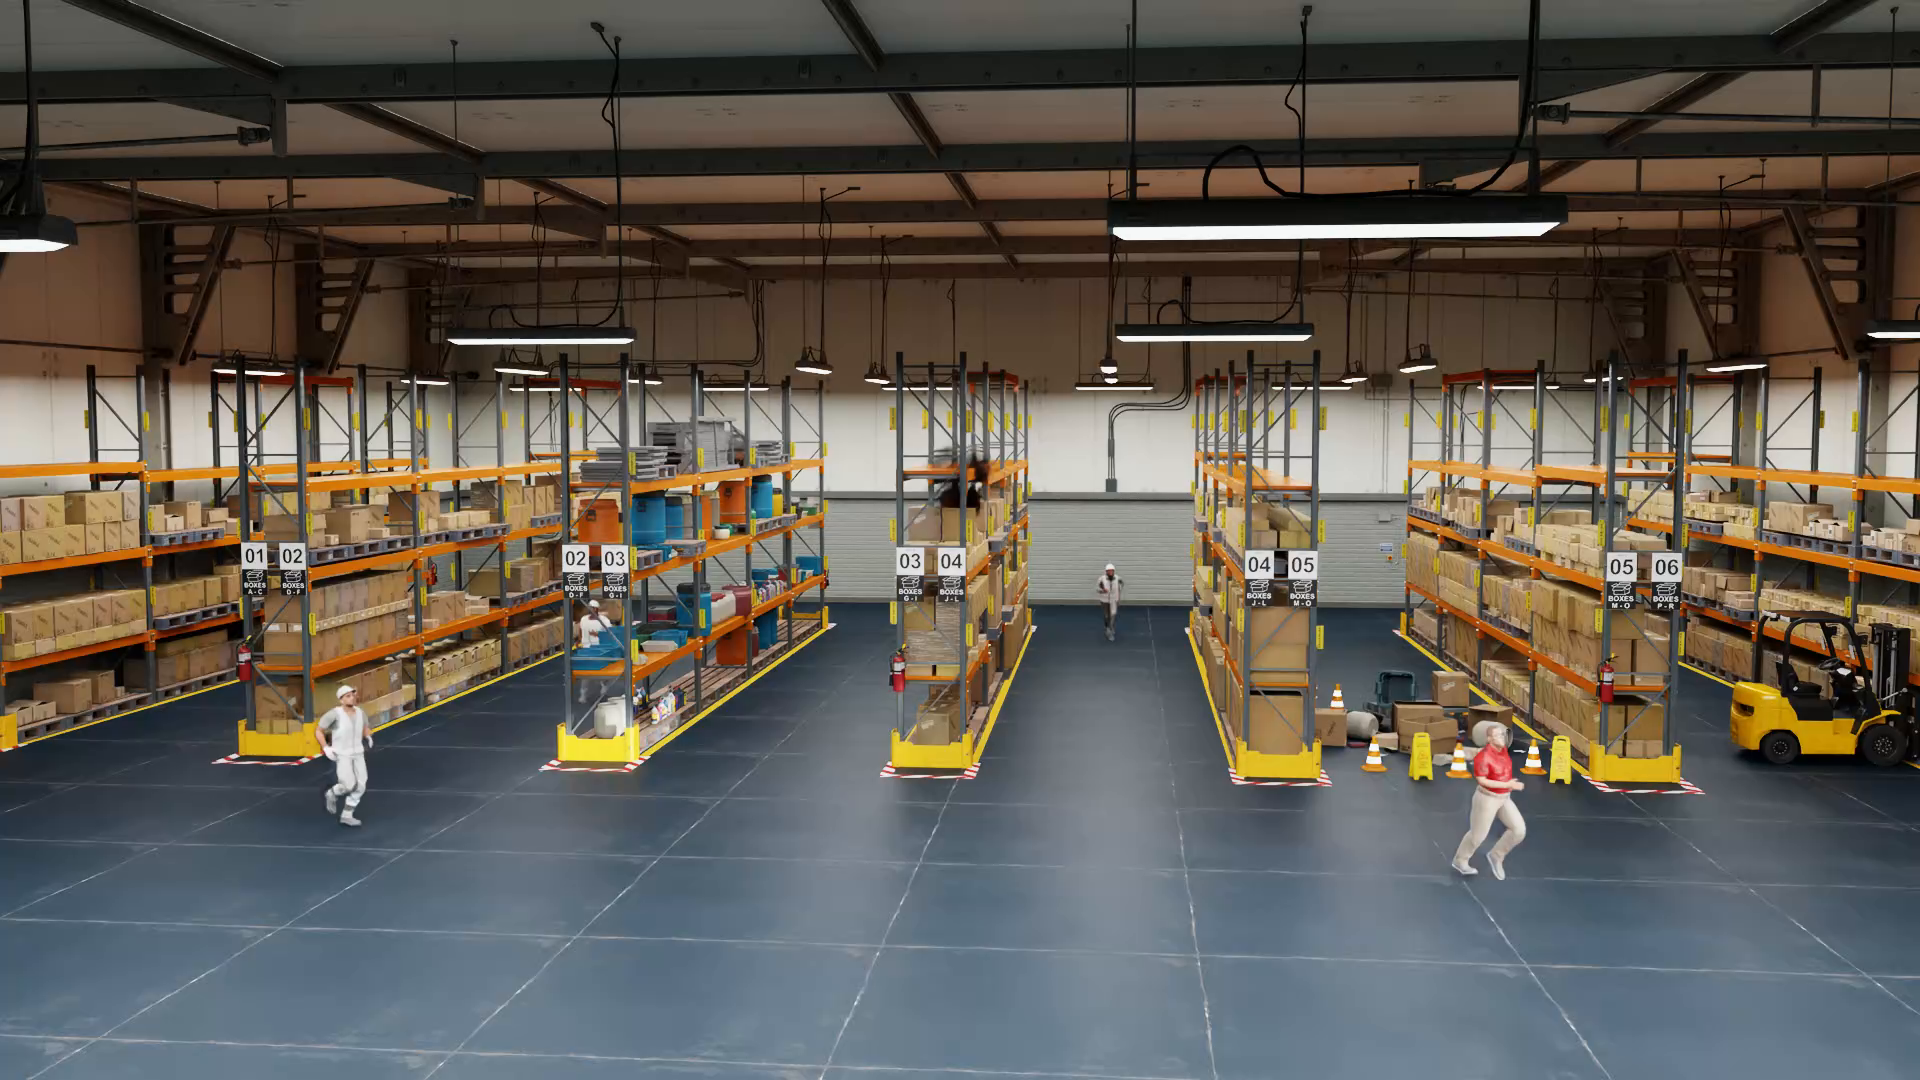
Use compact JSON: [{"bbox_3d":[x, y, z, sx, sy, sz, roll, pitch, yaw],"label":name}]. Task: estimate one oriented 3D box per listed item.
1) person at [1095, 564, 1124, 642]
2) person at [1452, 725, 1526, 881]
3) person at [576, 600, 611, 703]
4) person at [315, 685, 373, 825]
[{"bbox_3d":[3.429,1.421,38.232,0.657,1.787,1.013,0,4,5],"label":"person"},{"bbox_3d":[5.818,2.859,18.115,0.677,1.718,0.872,-3,5,-33],"label":"person"},{"bbox_3d":[-6.582,1.968,29.868,0.692,1.781,0.922,1,4,7],"label":"person"},{"bbox_3d":[-7.574,2.639,20.613,0.517,1.675,0.711,3,5,36],"label":"person"}]
